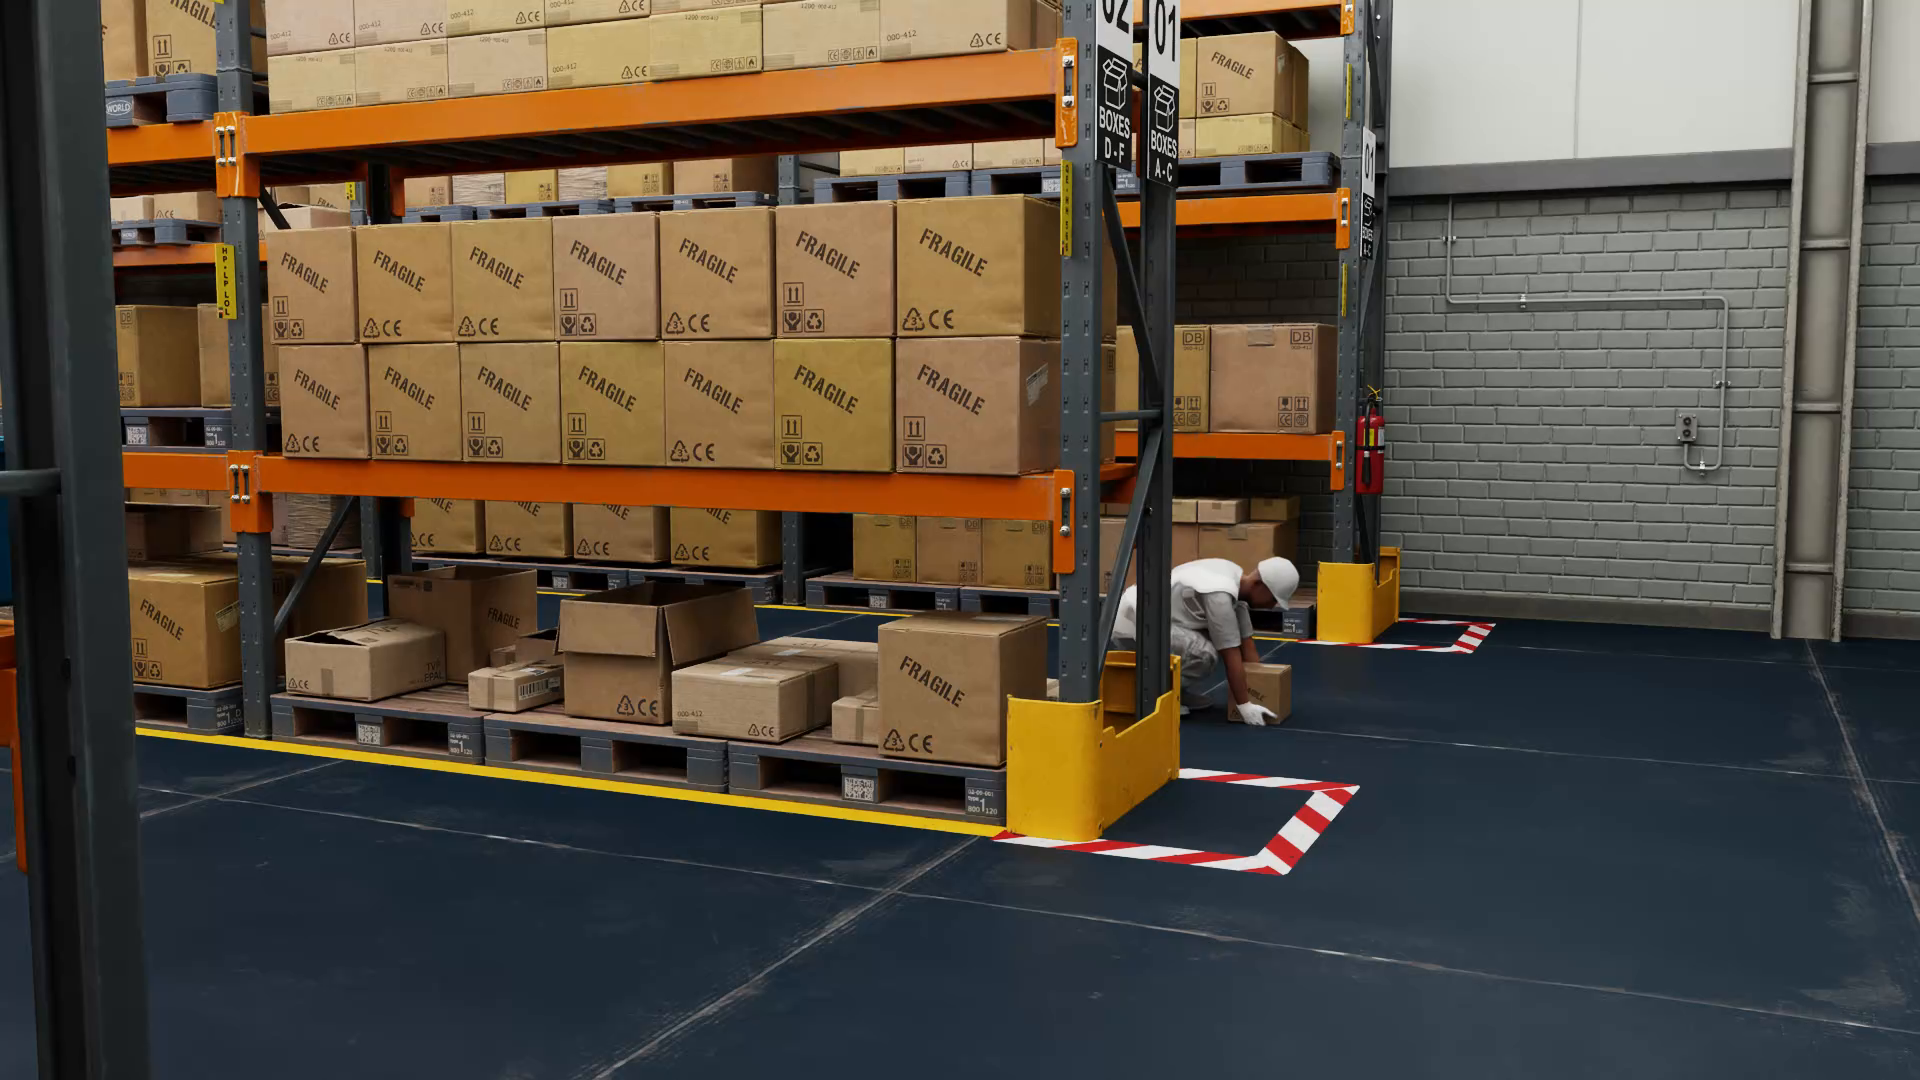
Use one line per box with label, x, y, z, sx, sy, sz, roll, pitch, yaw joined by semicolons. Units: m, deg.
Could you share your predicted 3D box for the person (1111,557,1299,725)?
person;1.190;0.509;8.230;0.946;0.878;0.569;2;6;23
